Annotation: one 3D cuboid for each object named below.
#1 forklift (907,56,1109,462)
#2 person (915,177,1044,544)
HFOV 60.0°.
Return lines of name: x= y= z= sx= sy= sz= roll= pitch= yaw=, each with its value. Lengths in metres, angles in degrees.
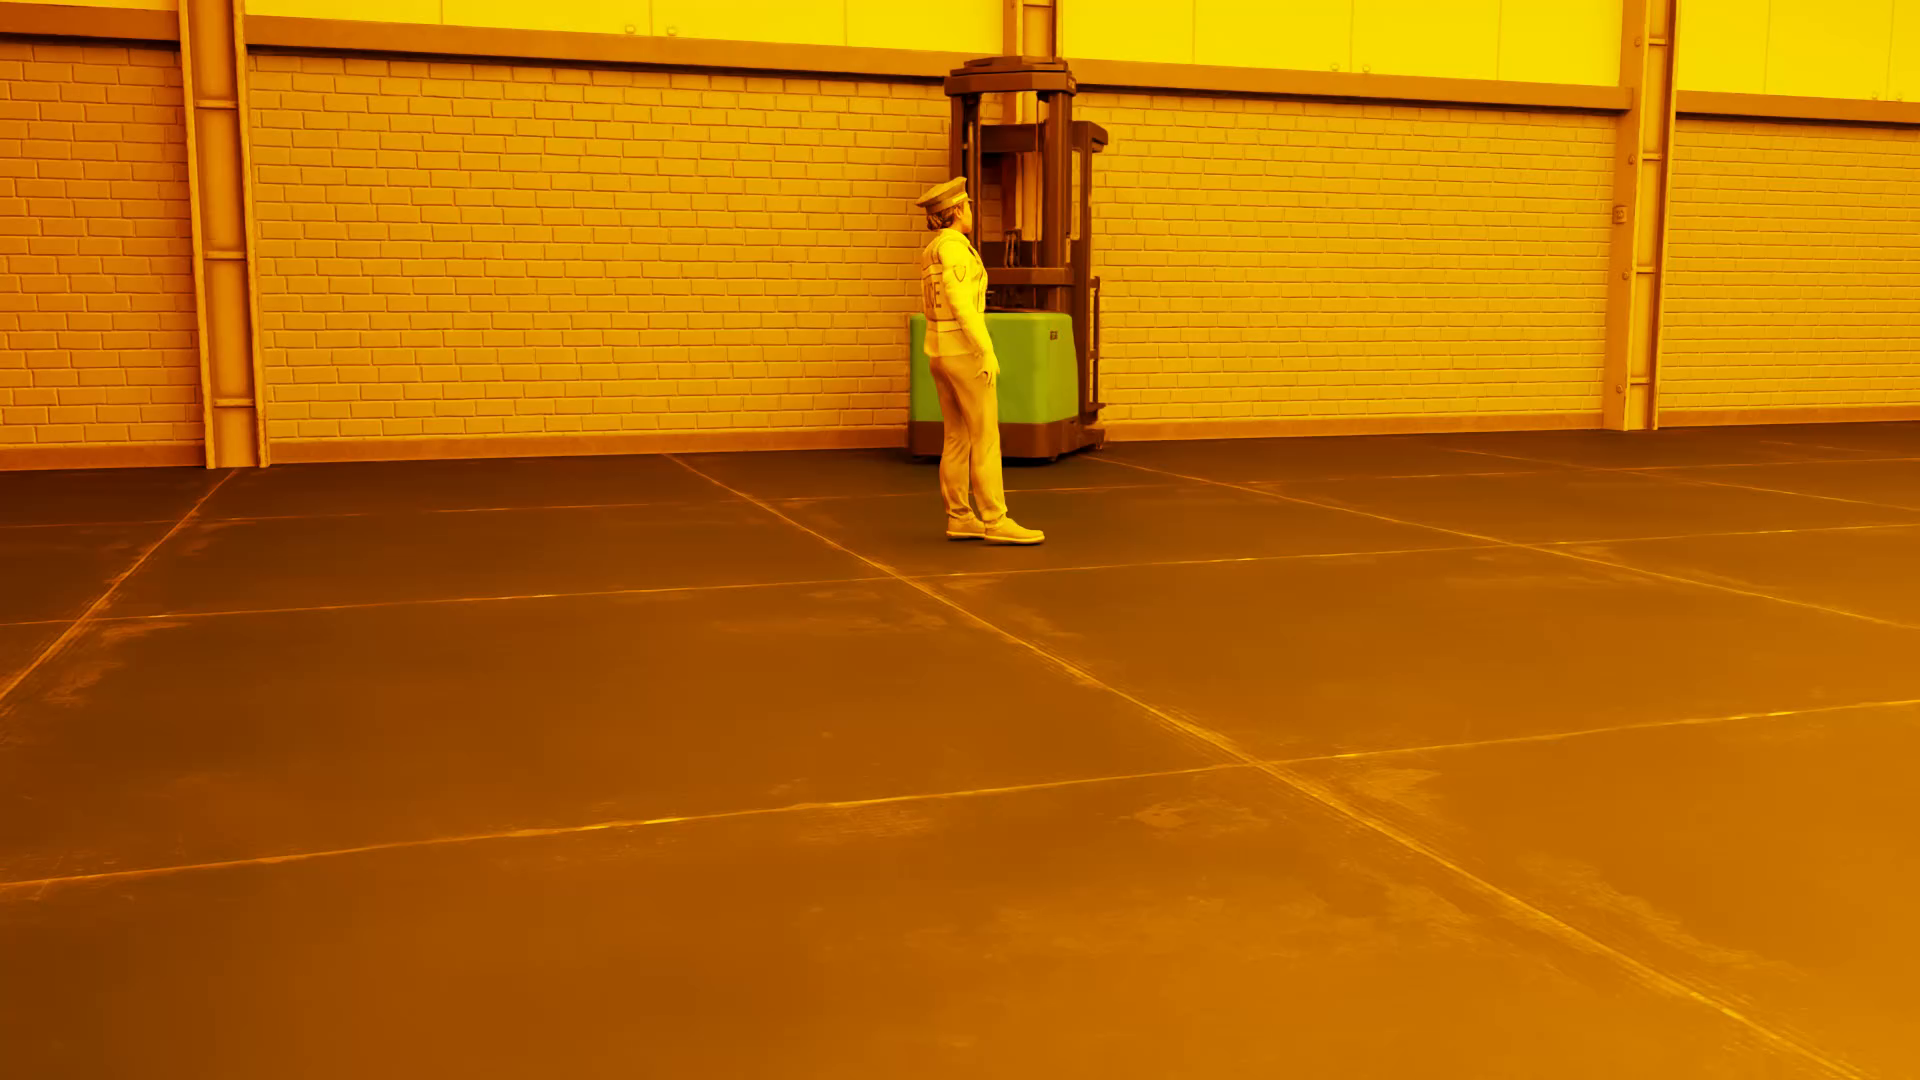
forklift: x=0.529 y=-2.165 z=12.970 sx=1.130 sy=2.935 sz=3.031 roll=2 pitch=8 yaw=16
person: x=0.068 y=-0.849 z=7.824 sx=0.530 sy=1.694 sz=0.586 roll=-3 pitch=8 yaw=-18
